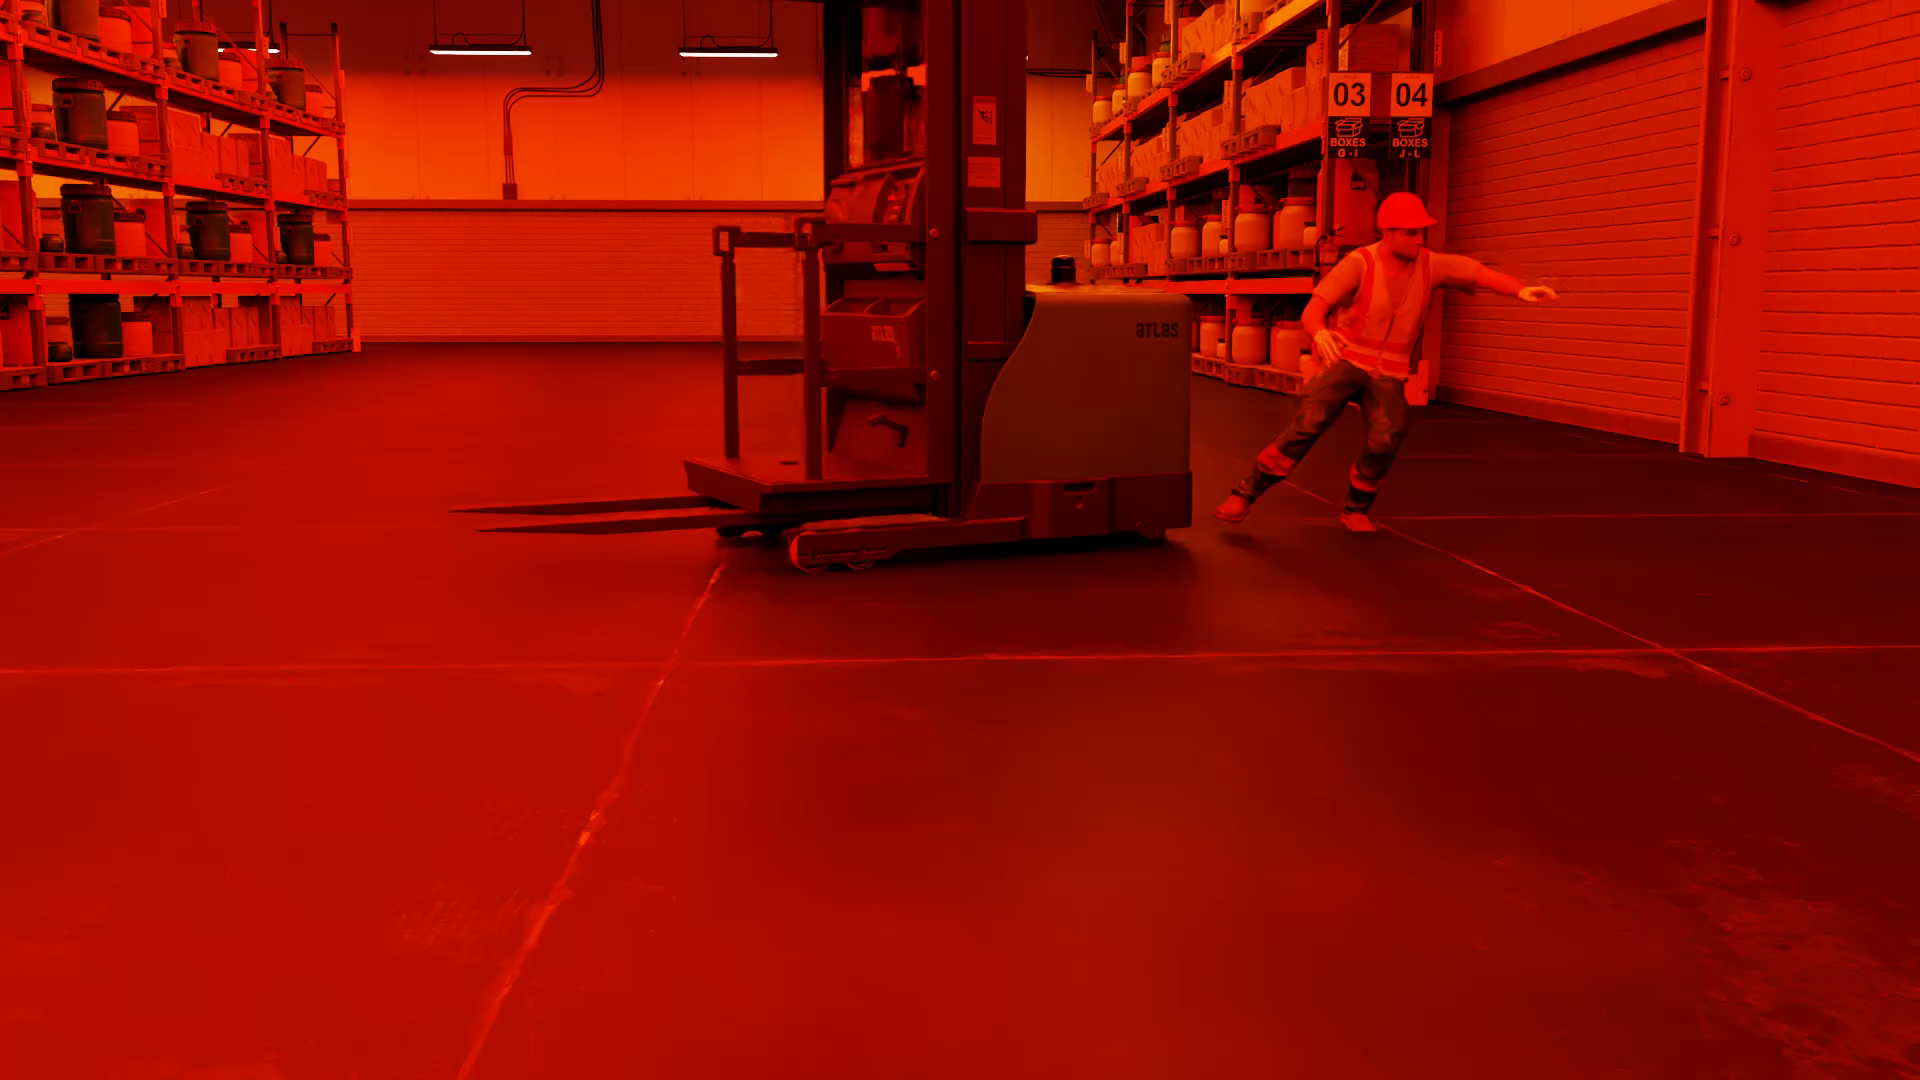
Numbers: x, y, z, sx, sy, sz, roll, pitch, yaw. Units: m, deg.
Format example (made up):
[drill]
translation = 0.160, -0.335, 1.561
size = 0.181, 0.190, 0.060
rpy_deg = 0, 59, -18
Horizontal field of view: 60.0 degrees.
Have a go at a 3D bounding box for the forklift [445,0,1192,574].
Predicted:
[forklift]
translation = -0.546, -1.408, 6.812
size = 3.031, 2.935, 1.130
rpy_deg = -4, 9, -26

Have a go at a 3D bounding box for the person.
[person]
translation = 1.821, -0.762, 7.361
size = 1.383, 1.522, 0.848
rpy_deg = -1, 8, -5
